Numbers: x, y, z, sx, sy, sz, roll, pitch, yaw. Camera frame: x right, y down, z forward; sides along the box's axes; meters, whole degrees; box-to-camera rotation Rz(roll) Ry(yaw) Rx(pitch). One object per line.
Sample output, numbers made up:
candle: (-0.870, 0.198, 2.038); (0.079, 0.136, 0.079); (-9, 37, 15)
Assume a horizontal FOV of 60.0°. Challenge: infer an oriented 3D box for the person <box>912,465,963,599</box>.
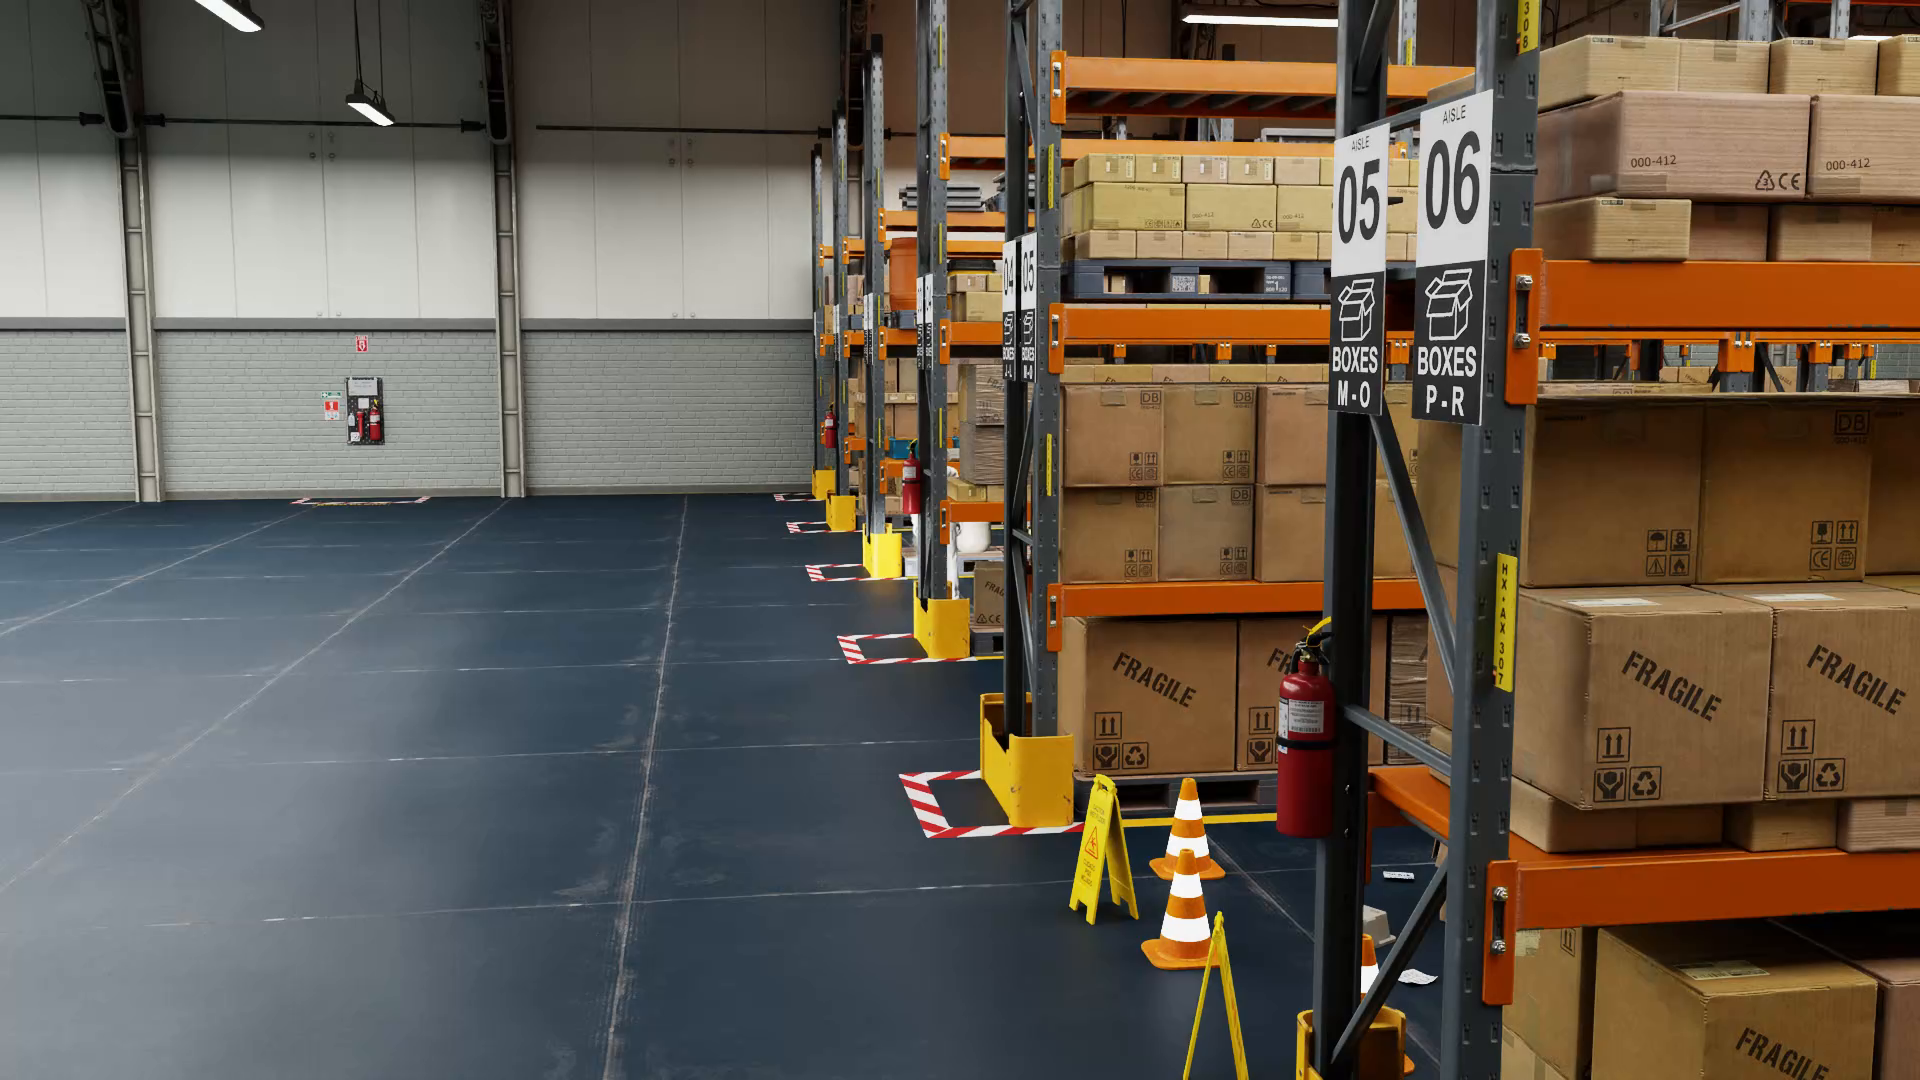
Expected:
person: (-0.223, -0.164, 16.746); (0.526, 1.663, 0.410); (-1, 7, -9)
